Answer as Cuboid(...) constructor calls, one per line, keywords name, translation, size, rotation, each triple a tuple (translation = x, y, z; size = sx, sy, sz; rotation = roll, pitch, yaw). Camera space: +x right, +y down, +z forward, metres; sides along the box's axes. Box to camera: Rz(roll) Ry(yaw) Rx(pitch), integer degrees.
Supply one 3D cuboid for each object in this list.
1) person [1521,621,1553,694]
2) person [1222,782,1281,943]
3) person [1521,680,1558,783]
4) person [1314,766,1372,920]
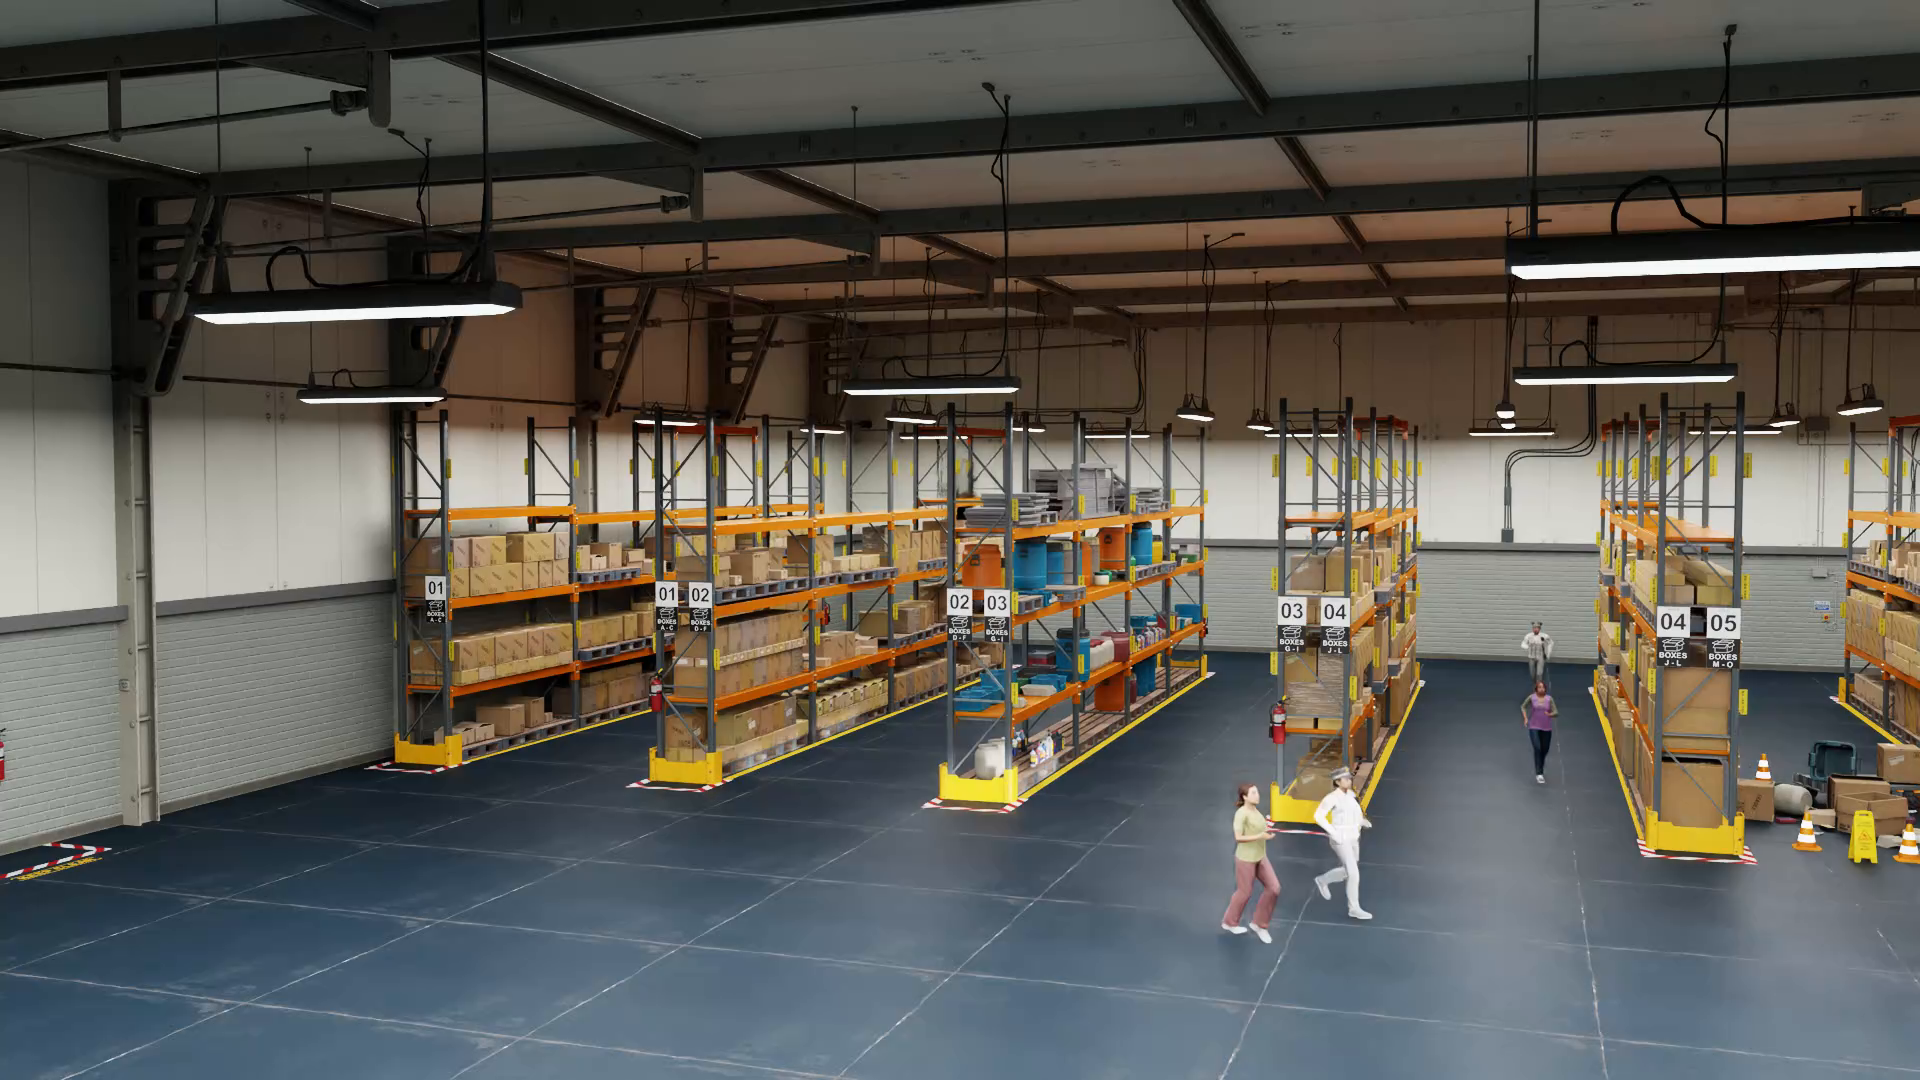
Cuboid(name="person", translation=(12.579, 2.604, 36.279), size=(0.634, 1.704, 0.904), rotation=(1, 3, 29))
Cuboid(name="person", translation=(3.079, 3.459, 17.619), size=(0.669, 1.613, 0.558), rotation=(2, 3, 45))
Cuboid(name="person", translation=(9.296, 3.038, 26.656), size=(0.536, 1.586, 0.893), rotation=(0, 2, 8))
Cuboid(name="person", translation=(4.287, 3.362, 18.676), size=(0.626, 1.660, 0.832), rotation=(-2, 3, -40))
